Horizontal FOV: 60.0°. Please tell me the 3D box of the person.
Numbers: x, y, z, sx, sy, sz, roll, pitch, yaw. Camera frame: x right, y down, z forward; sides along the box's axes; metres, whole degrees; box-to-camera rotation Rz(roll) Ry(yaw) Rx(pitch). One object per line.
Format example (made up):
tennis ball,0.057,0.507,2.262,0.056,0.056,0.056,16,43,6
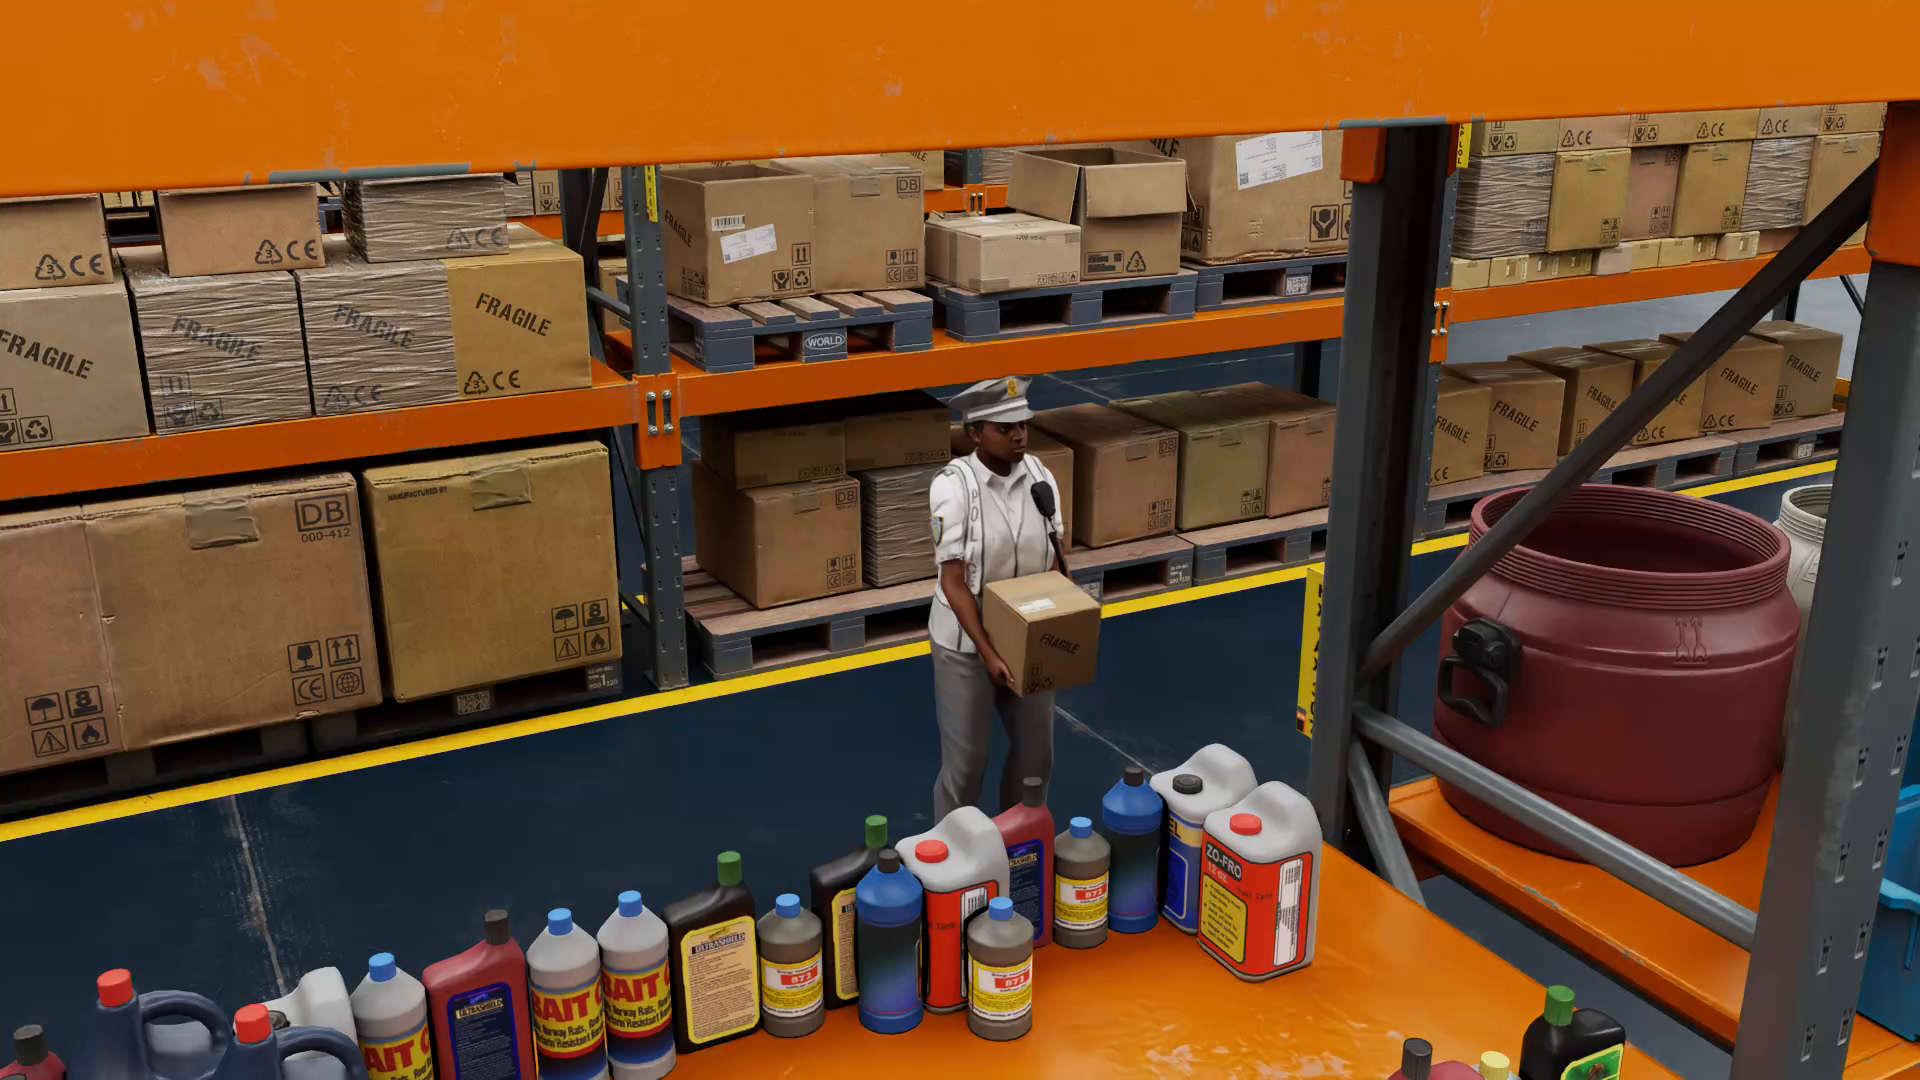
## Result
person,0.147,0.339,5.019,0.435,1.692,0.519,-10,21,-27
